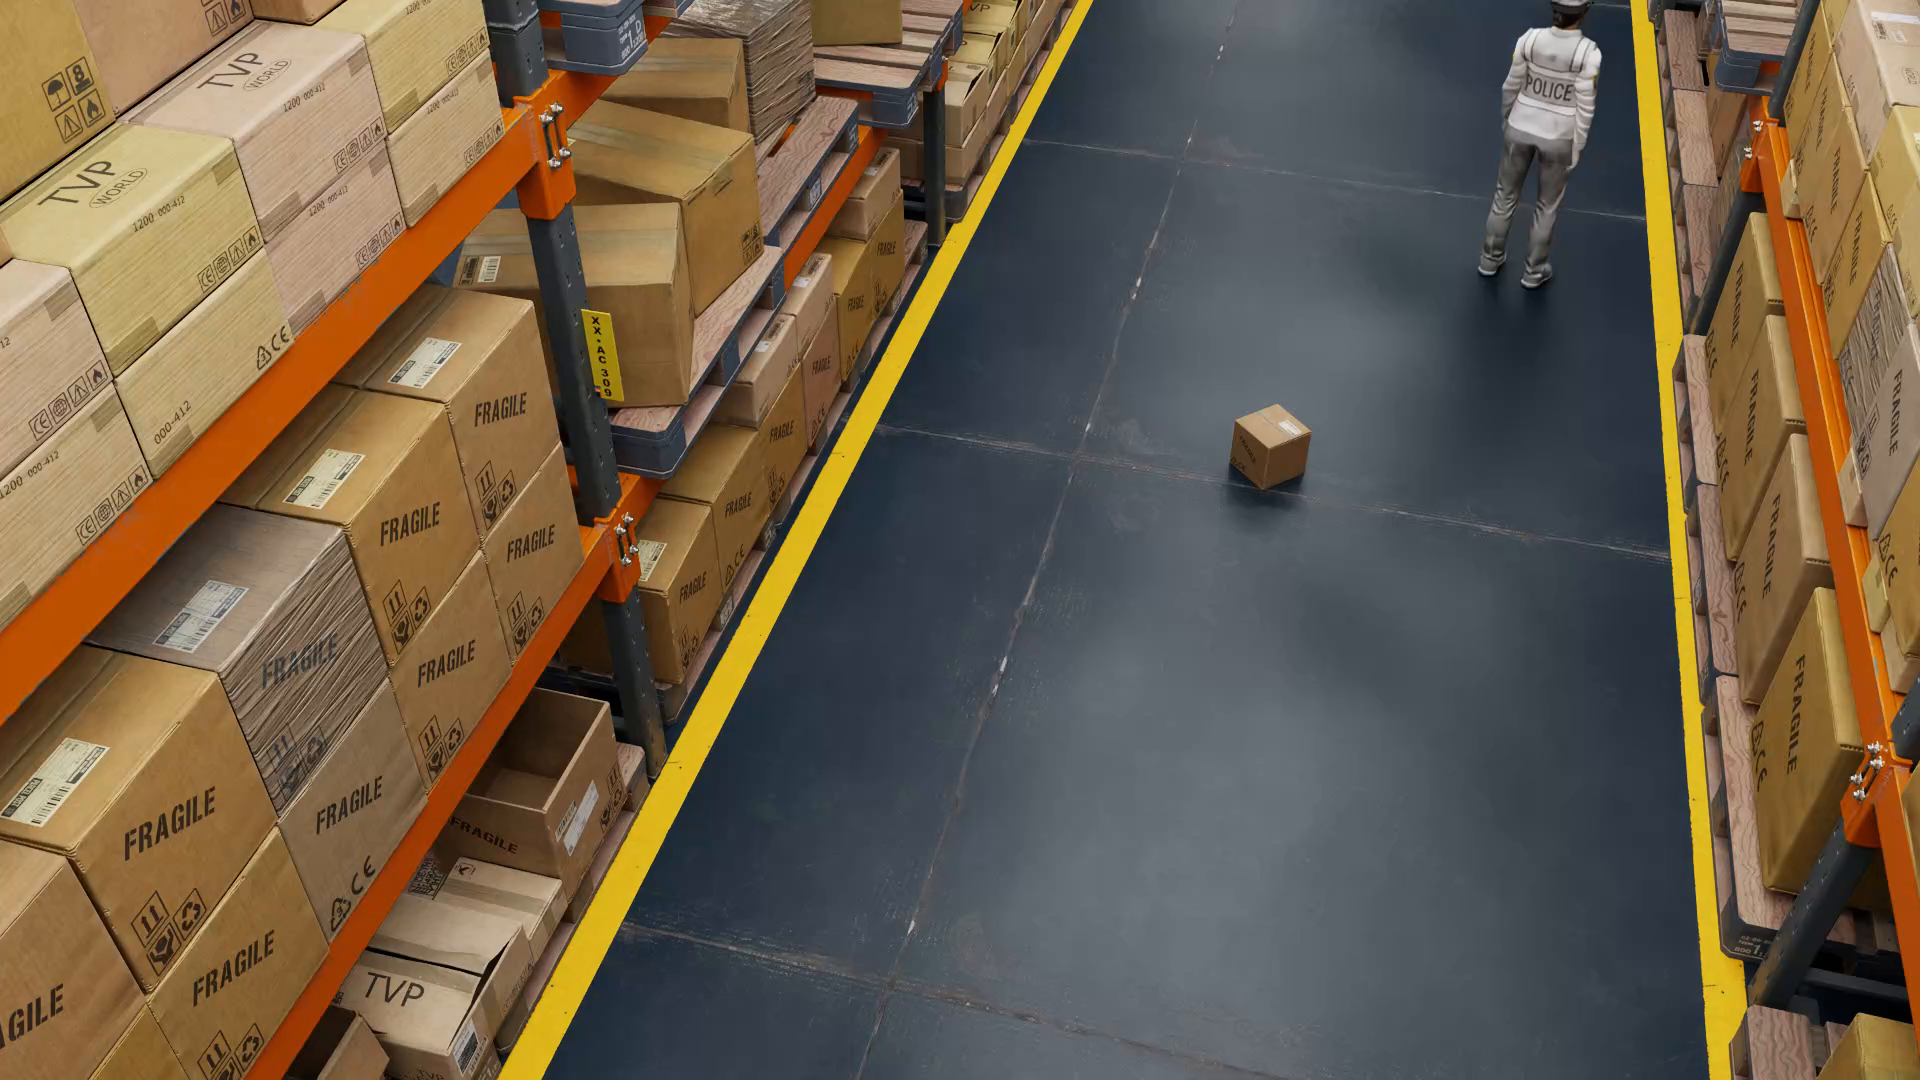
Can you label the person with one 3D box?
[{"bbox_3d":[2.963,-2.058,8.481,0.459,1.693,0.367,23,46,24],"label":"person"}]
